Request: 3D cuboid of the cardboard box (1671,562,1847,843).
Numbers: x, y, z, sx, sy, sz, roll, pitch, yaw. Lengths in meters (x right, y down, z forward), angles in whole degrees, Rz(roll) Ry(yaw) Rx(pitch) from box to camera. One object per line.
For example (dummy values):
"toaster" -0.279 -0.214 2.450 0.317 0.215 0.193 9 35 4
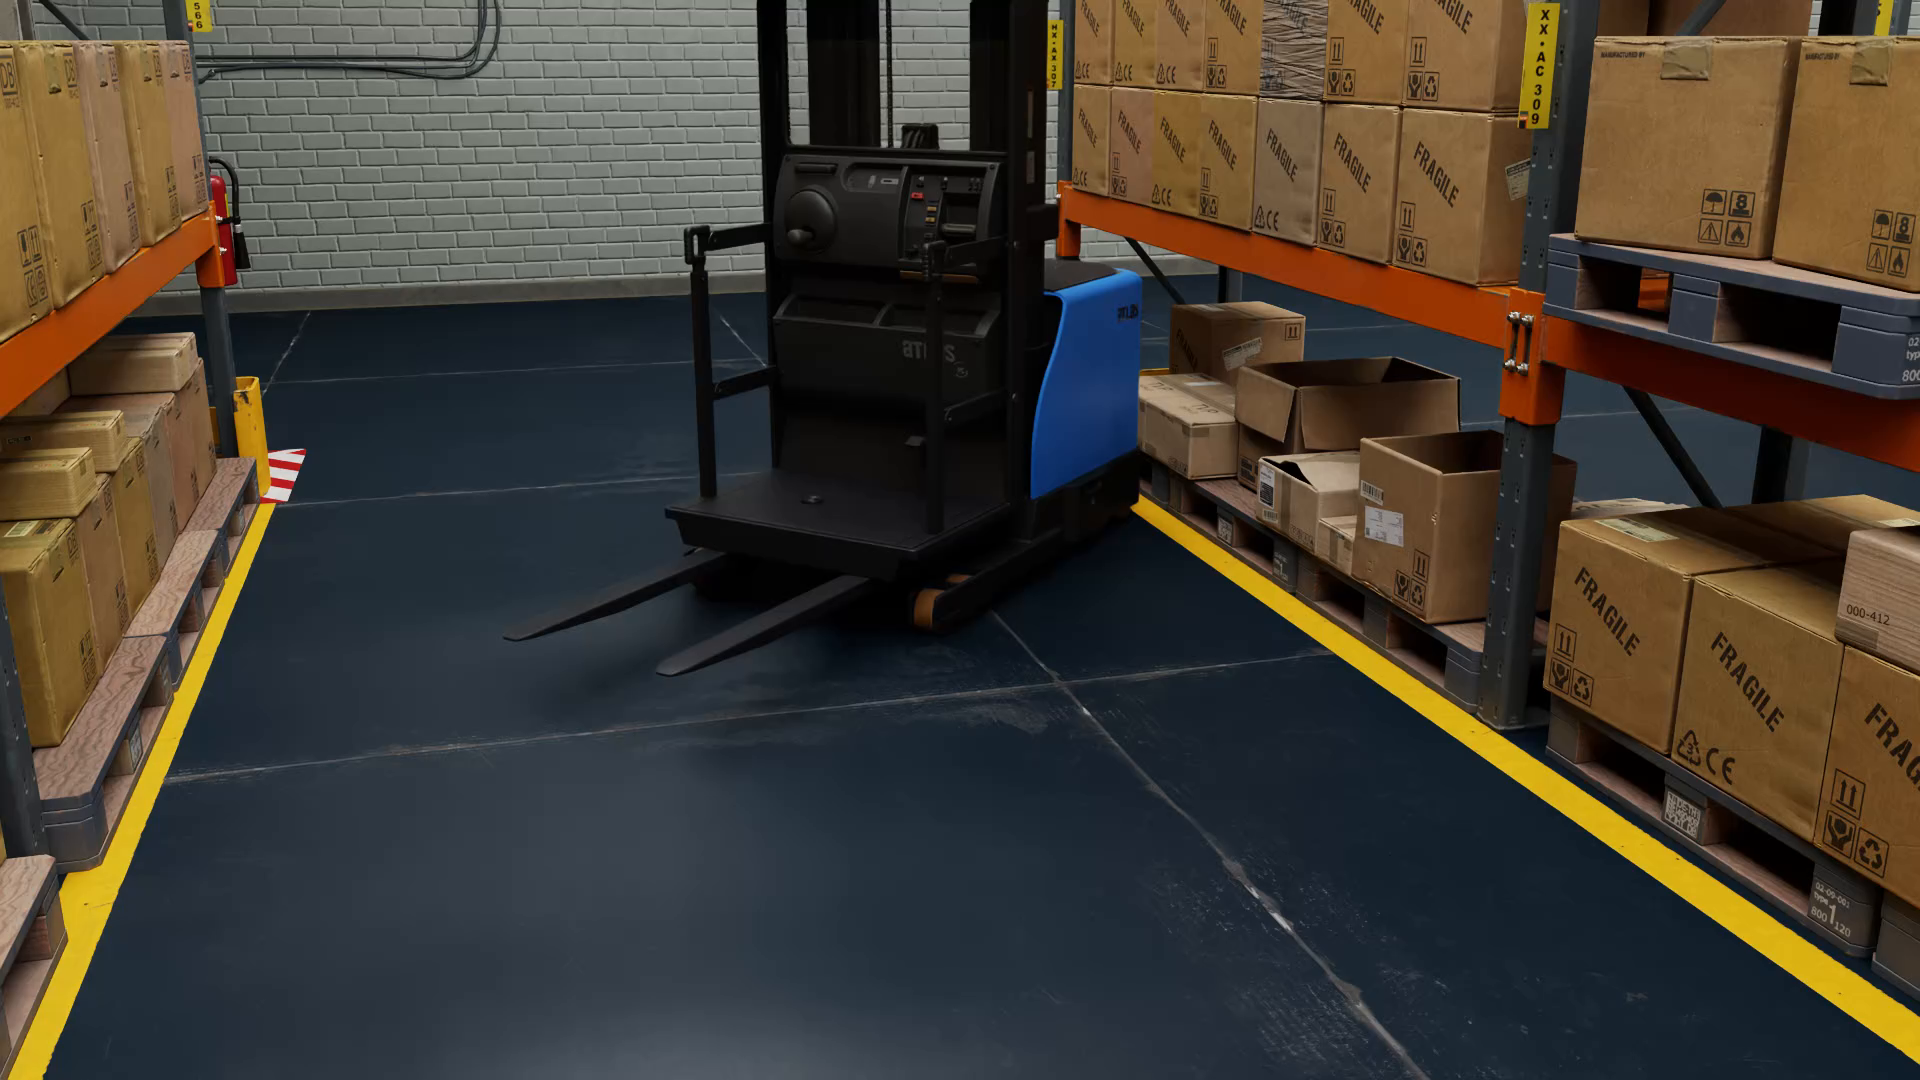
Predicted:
"cardboard box" 2.141 0.377 4.062 0.500 0.500 0.500 -4 17 -14

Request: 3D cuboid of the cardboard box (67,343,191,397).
"cardboard box" -3.206 -0.660 6.422 0.380 0.149 0.250 -4 17 -14

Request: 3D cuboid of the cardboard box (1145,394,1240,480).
"cardboard box" 1.137 -0.460 7.283 0.500 0.250 0.500 -5 17 -15

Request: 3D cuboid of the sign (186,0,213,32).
"sign" -3.251 -2.330 7.069 0.100 0.325 0.005 -5 17 -15

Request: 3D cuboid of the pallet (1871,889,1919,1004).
"pallet" 2.684 0.987 3.300 1.003 0.211 1.213 -5 17 -15

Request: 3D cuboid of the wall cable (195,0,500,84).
"wall cable" -4.987 -4.601 12.026 3.097 2.526 0.112 -5 17 -15

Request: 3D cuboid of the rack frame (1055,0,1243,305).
"rack frame" 0.986 -2.015 8.447 1.000 3.000 0.127 -5 17 -15

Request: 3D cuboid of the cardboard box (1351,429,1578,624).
"cardboard box" 1.656 -0.057 5.510 0.500 0.500 0.500 -5 17 -15

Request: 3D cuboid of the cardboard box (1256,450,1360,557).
"cardboard box" 1.450 -0.174 6.228 0.500 0.311 0.500 -5 17 -15

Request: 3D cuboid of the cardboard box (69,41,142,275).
"cardboard box" -3.215 -1.214 5.258 0.980 0.700 0.700 -6 18 -18

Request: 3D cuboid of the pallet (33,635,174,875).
"pallet" -2.811 0.603 4.578 1.003 0.211 1.213 -5 17 -15

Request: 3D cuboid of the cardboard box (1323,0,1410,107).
"cardboard box" 1.554 -1.696 5.474 0.500 0.500 0.500 -5 17 -16

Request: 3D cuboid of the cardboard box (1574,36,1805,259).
"cardboard box" 2.000 -1.009 4.194 0.700 0.500 0.500 -12 20 -34

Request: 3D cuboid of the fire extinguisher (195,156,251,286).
"fire extinguisher" -3.374 -1.485 7.465 0.296 0.674 0.183 -5 17 -15

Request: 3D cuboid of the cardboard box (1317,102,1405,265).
"cardboard box" 1.558 -1.217 5.616 0.500 0.500 0.500 -4 17 -14

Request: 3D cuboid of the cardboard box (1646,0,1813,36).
"cardboard box" 2.226 -1.588 5.113 0.500 0.500 0.500 -4 17 -14

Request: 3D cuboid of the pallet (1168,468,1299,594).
"pallet" 1.558 -0.101 6.923 1.003 0.211 1.213 -5 17 -15

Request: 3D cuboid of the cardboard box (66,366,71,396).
"cardboard box" -3.574 -0.630 6.323 0.380 0.149 0.250 -5 17 -15

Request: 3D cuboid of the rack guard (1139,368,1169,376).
"rack guard" 1.007 -0.797 8.736 1.175 0.500 0.348 -5 17 -15

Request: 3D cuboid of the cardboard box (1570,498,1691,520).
"cardboard box" 2.178 0.035 5.530 0.500 0.311 0.500 -5 17 -15

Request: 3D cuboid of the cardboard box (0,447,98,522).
"cardboard box" -2.703 -0.155 4.741 0.380 0.149 0.250 -4 17 -13

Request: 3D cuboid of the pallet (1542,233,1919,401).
"pallet" 2.200 -0.587 4.026 1.003 0.211 1.213 -5 17 -15

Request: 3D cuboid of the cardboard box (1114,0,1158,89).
"cardboard box" 1.005 -2.254 7.331 0.500 0.500 0.500 -5 17 -15

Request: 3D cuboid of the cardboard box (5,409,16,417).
"cardboard box" -3.295 -0.350 5.389 0.380 0.149 0.250 -5 17 -16

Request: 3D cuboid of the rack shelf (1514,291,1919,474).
"rack shelf" 2.635 -0.011 3.025 1.077 0.370 4.000 -5 17 -15

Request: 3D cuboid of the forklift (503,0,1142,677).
"forklift" -0.384 -1.219 5.917 1.130 2.935 3.031 9 19 28

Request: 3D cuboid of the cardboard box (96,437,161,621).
"cardboard box" -3.058 -0.016 5.408 0.700 0.500 0.500 -4 17 -14

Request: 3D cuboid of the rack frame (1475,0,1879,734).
"rack frame" 2.085 -0.909 4.763 1.000 3.000 0.127 -5 17 -15

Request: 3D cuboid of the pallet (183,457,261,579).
"pallet" -3.481 -0.072 6.825 1.003 0.211 1.213 -5 17 -15

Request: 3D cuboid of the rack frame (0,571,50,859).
"rack frame" -2.677 -0.516 3.456 1.000 3.000 0.127 -5 17 -15

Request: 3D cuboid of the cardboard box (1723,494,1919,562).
"cardboard box" 2.496 0.192 4.681 0.500 0.500 0.500 -5 17 -16

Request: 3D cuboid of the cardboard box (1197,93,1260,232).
"cardboard box" 1.272 -1.500 6.557 0.500 0.500 0.500 -4 17 -15

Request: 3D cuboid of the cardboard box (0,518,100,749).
"cardboard box" -2.784 0.265 4.471 0.700 0.500 0.500 -4 17 -15

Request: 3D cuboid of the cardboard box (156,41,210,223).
"cardboard box" -3.626 -1.626 6.629 0.980 0.700 0.700 -4 17 -13

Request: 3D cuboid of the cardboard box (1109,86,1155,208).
"cardboard box" 1.001 -1.777 7.481 0.500 0.500 0.500 -5 17 -16

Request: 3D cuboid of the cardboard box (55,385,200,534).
"cardboard box" -3.350 -0.302 6.360 0.700 0.500 0.500 -5 17 -15

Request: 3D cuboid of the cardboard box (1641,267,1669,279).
"cardboard box" 2.207 -1.119 5.290 0.500 0.500 0.500 -4 17 -14

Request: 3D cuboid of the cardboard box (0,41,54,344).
"cardboard box" -2.810 -0.811 3.917 0.980 0.700 0.700 -4 17 -14

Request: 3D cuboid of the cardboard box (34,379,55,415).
"cardboard box" -3.435 -0.491 5.859 0.380 0.149 0.250 -4 17 -14

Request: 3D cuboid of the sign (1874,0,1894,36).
"sign" 2.618 -1.508 4.746 0.100 0.325 0.005 -5 17 -15

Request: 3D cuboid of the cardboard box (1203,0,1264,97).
"cardboard box" 1.278 -1.975 6.402 0.500 0.500 0.500 -5 17 -16
